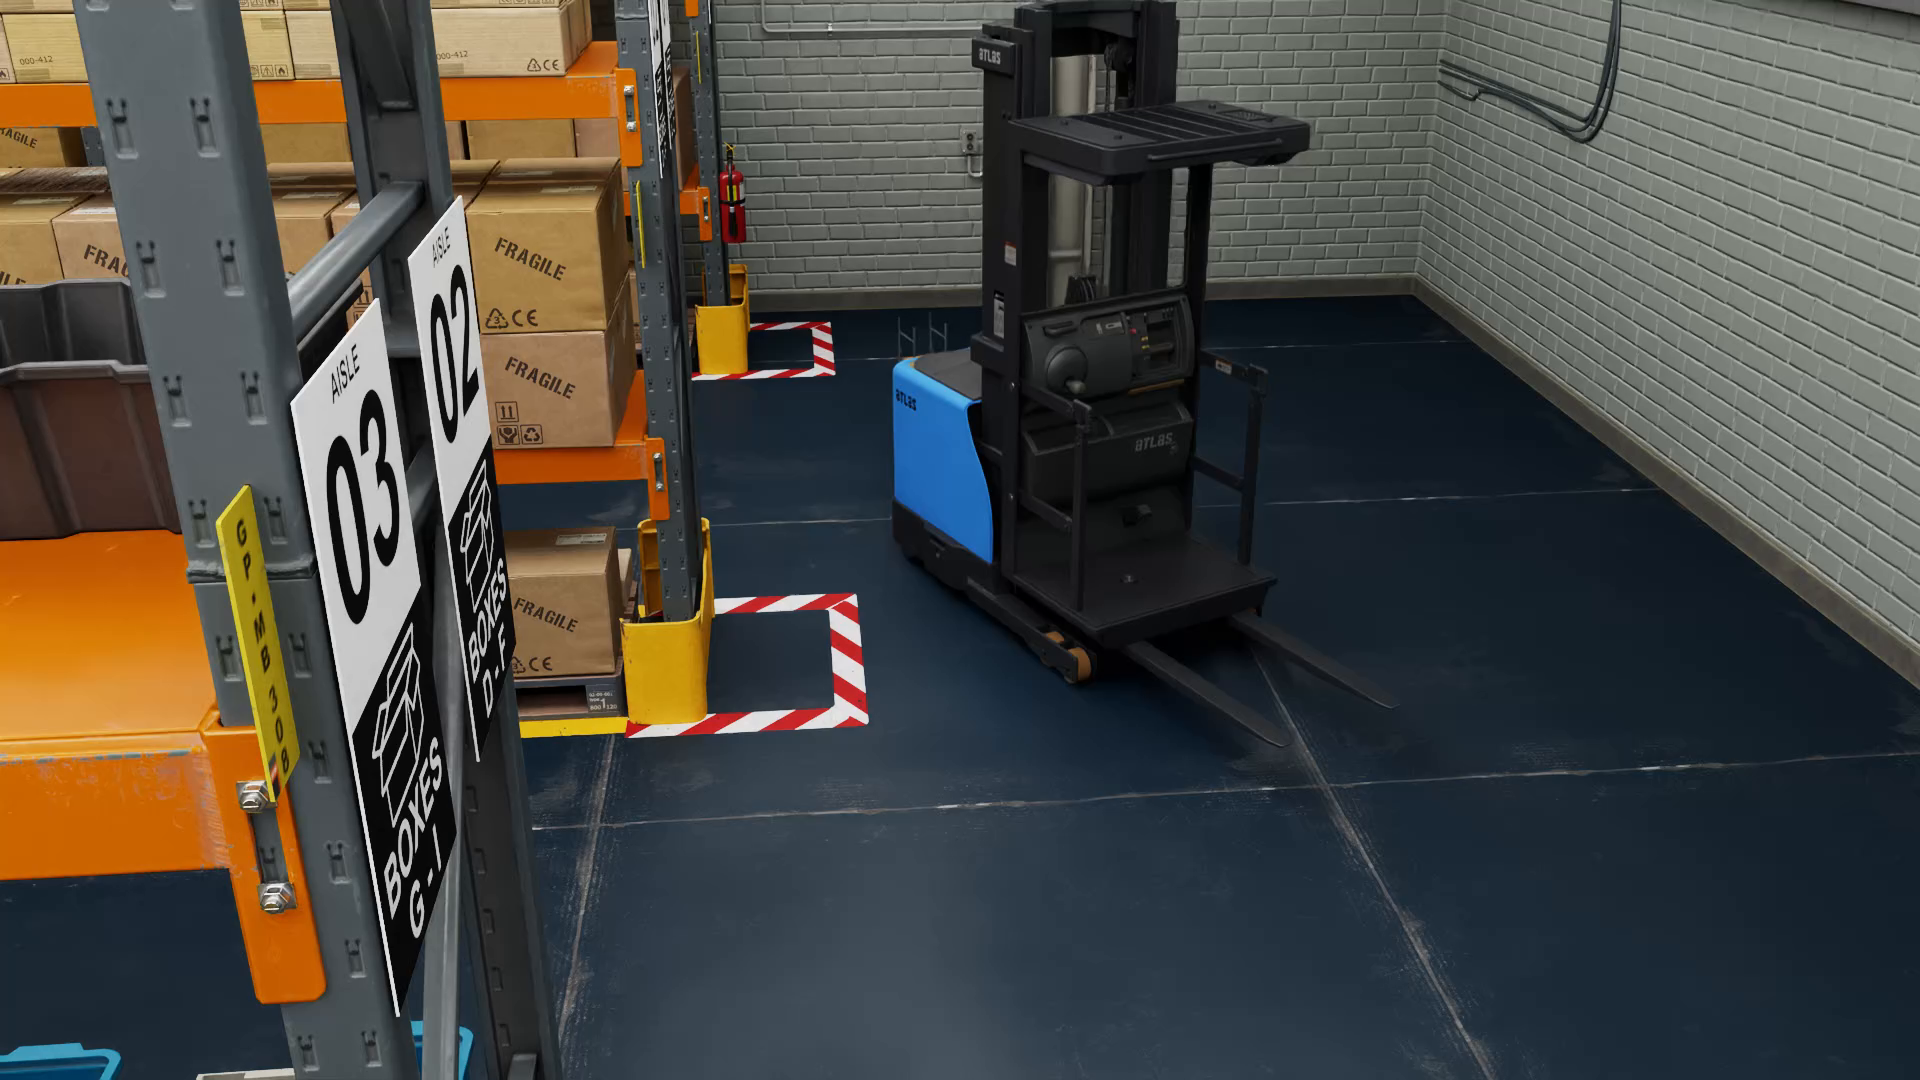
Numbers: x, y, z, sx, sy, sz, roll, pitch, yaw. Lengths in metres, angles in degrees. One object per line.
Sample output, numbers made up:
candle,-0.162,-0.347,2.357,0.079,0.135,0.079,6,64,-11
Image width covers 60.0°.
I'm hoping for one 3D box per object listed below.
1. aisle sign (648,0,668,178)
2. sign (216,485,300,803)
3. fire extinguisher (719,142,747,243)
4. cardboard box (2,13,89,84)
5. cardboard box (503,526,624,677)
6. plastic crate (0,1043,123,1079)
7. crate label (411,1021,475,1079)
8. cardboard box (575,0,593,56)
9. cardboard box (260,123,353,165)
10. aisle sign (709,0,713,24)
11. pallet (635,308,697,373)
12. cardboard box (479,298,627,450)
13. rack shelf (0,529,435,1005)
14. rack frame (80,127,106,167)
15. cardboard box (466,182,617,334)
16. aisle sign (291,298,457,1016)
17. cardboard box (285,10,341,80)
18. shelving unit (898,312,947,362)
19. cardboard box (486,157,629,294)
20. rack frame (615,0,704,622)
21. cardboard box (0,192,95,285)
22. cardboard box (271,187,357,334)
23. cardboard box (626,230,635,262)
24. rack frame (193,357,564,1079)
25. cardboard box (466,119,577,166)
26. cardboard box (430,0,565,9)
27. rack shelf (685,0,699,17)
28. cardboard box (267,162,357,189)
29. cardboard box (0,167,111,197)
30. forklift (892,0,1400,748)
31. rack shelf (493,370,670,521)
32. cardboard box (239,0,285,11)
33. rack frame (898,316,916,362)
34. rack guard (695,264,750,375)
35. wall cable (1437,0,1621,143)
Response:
aisle sign,-1.188,-1.857,6.534,0.004,0.787,0.394,-2,24,-5
sign,-0.733,0.111,1.742,0.005,0.325,0.100,-2,24,-5
fire extinguisher,-1.581,-2.406,11.524,0.183,0.674,0.296,-2,24,-5
cardboard box,-3.266,-1.911,6.347,0.500,0.250,0.500,-2,24,-5
cardboard box,-1.803,0.273,7.480,0.500,0.500,0.500,-2,24,-5
plastic crate,-1.736,1.165,3.069,0.300,0.233,0.416,-2,24,-5
crate label,-1.081,1.138,3.128,0.303,0.233,0.416,-2,24,-5
cardboard box,-1.823,-2.174,6.940,0.500,0.250,0.500,-2,24,-5
cardboard box,-4.489,-2.811,11.513,0.700,0.700,0.980,-3,24,-6
aisle sign,-1.676,-3.862,11.044,0.004,0.787,0.394,-2,24,-5
pallet,-2.565,-1.454,12.262,1.213,0.211,1.003,-2,24,-5
cardboard box,-1.705,-0.708,7.026,0.500,0.500,0.500,-2,24,-4
rack shelf,-2.793,0.250,2.186,4.000,0.370,1.077,-2,24,-5
rack frame,-5.757,-2.632,11.479,0.127,3.000,1.000,-2,24,-5
cardboard box,-1.702,-1.164,6.821,0.500,0.500,0.500,-3,24,-6
aisle sign,-0.703,0.140,2.041,0.004,0.787,0.394,-2,24,-5
cardboard box,-2.270,-1.949,6.434,0.500,0.250,0.500,-2,24,-5
shelving unit,-0.202,-0.638,9.208,0.189,1.200,0.258,-10,26,-21
cardboard box,-1.754,-1.381,7.311,0.500,0.500,0.500,-2,24,-4
rack frame,-1.286,-0.790,7.334,0.127,3.000,1.000,-2,24,-5
cardboard box,-3.745,-1.079,6.630,0.500,0.500,0.500,-3,24,-7
cardboard box,-2.720,-1.120,6.724,0.500,0.500,0.500,-2,24,-4
cardboard box,-2.359,-2.156,12.168,0.250,0.149,0.380,-2,24,-5
rack frame,-0.803,1.212,2.829,0.127,3.000,1.000,-2,24,-5
cardboard box,-3.006,-2.871,11.647,0.700,0.700,0.980,-2,24,-6
cardboard box,-1.772,-2.197,6.376,0.500,0.250,0.500,-2,24,-5
rack shelf,-3.767,-3.754,11.196,4.000,0.370,1.077,-2,24,-5
cardboard box,-2.772,-1.339,7.216,0.500,0.500,0.500,-2,24,-4
cardboard box,-3.778,-1.299,7.126,0.500,0.500,0.500,-2,24,-5
forklift,0.821,-0.886,7.635,1.130,2.935,3.031,-14,27,-28
rack shelf,-3.277,-0.381,7.300,4.000,0.370,1.077,-2,24,-5
cardboard box,-2.768,-2.158,6.289,0.500,0.250,0.500,-2,24,-5
rack frame,-0.286,-0.624,9.175,0.006,1.200,0.240,-10,26,-21
rack guard,-1.753,-1.651,12.348,0.348,0.500,1.175,-2,24,-5
wall cable,3.887,-4.196,11.434,0.112,2.526,3.097,-2,24,-5
